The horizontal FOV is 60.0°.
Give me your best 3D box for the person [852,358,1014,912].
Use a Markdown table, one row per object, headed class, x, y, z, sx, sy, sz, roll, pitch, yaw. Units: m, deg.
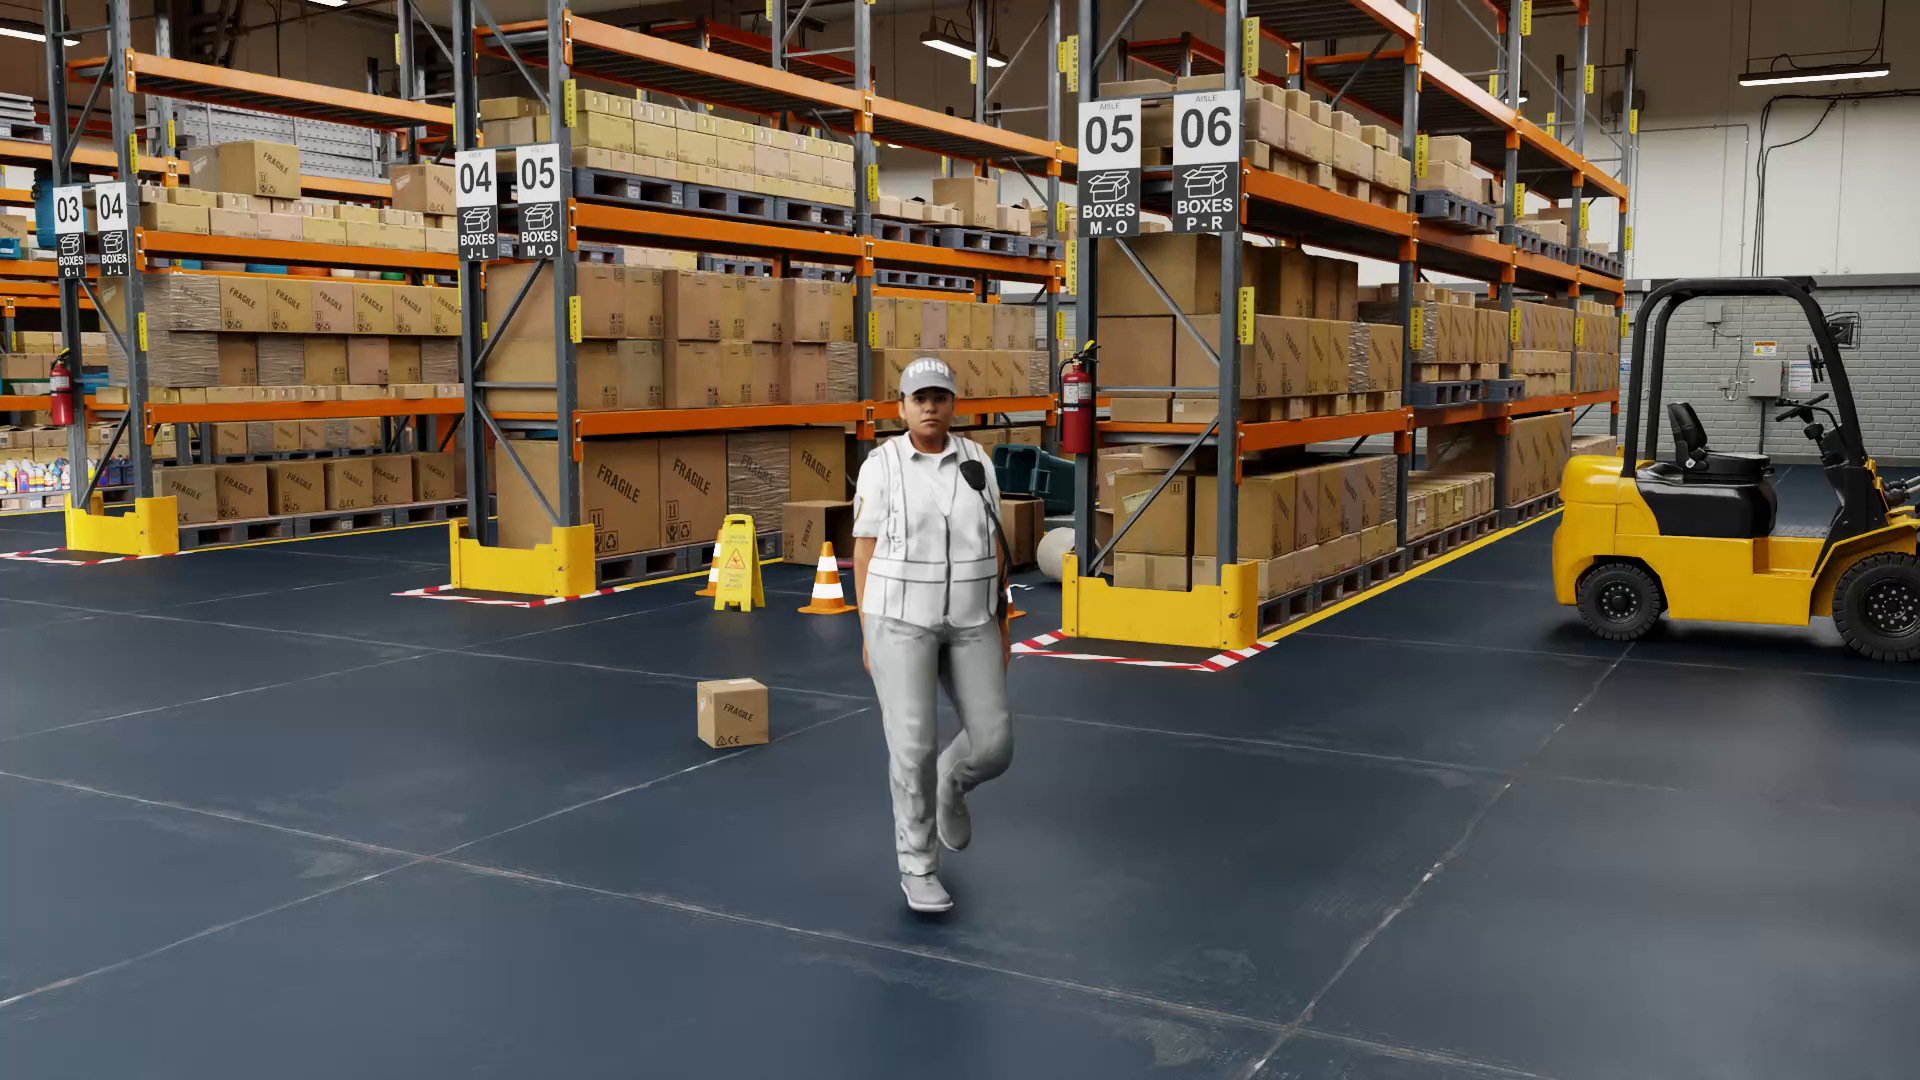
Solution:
| class | x | y | z | sx | sy | sz | roll | pitch | yaw |
| --- | --- | --- | --- | --- | --- | --- | --- | --- | --- |
| person | -0.089 | 0.264 | 5.154 | 0.485 | 1.649 | 0.620 | -2 | 6 | -17 |
